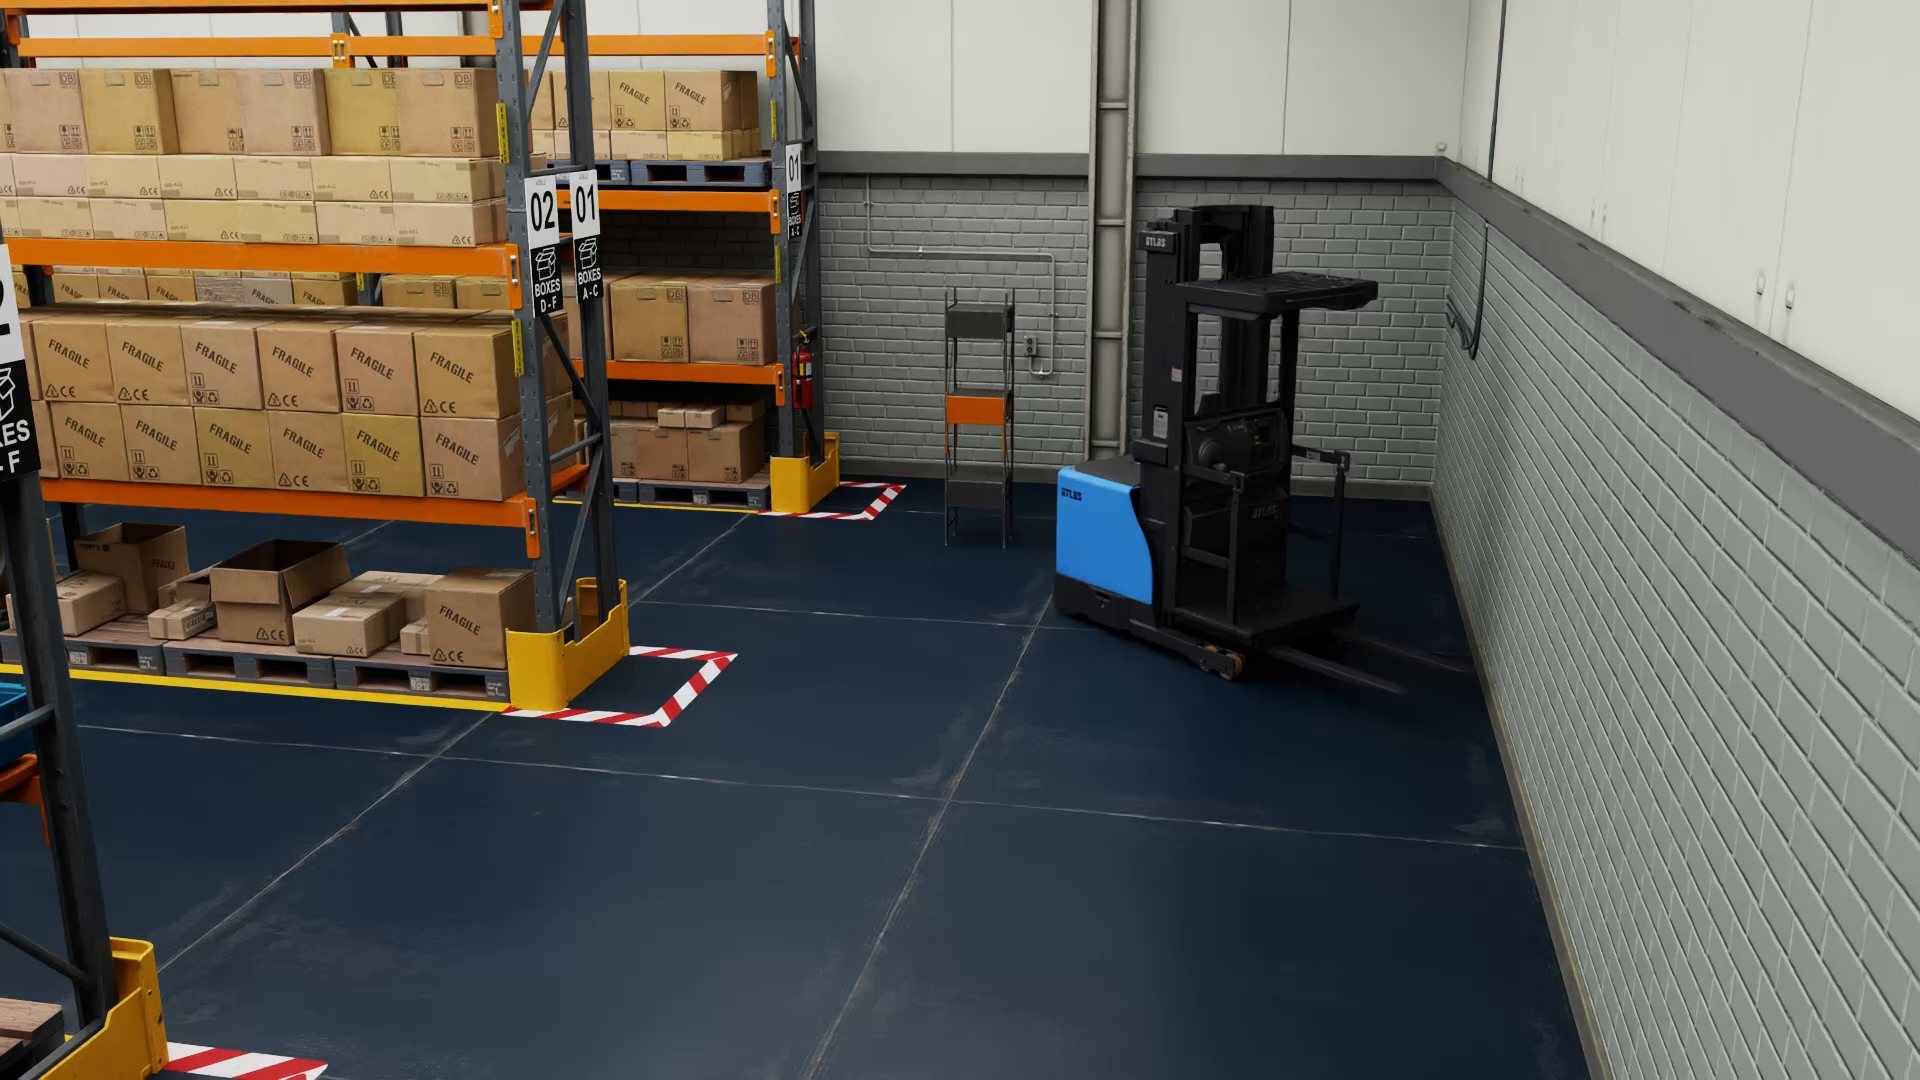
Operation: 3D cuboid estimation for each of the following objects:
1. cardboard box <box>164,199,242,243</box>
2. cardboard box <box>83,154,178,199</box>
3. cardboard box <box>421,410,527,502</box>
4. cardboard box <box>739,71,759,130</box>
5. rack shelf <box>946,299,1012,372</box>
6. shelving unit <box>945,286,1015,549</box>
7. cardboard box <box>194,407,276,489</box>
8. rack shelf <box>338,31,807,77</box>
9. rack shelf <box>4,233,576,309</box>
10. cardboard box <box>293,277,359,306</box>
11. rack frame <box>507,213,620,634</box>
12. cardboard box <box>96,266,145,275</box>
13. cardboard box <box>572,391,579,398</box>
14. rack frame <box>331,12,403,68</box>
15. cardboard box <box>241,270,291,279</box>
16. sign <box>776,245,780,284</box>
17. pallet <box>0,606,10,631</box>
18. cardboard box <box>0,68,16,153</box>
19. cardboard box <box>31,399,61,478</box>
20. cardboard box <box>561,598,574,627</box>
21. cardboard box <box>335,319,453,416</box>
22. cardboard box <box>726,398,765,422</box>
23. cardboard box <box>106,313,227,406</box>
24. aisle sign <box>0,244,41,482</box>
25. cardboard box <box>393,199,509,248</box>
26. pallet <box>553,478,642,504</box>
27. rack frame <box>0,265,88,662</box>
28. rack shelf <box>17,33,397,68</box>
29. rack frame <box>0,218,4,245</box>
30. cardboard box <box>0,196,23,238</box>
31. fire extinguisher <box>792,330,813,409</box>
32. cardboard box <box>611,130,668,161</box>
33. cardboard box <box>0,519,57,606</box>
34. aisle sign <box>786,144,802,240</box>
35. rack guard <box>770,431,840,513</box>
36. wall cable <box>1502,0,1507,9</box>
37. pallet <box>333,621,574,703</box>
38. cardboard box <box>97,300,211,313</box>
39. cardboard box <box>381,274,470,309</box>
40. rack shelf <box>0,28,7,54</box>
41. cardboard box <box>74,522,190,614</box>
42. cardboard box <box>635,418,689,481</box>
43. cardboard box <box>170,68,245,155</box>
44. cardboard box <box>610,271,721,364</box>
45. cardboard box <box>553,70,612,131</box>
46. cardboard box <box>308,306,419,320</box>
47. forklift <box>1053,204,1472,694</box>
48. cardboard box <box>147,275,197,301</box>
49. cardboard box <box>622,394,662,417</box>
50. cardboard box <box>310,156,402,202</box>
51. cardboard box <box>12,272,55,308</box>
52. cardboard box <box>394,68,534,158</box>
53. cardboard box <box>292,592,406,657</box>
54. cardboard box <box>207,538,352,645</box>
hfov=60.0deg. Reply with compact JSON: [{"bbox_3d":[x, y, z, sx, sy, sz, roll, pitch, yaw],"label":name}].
[{"bbox_3d":[-4.452,-1.962,10.119,0.500,0.250,0.500,3,16,11],"label":"cardboard box"},{"bbox_3d":[-4.943,-2.227,10.140,0.500,0.250,0.500,3,16,11],"label":"cardboard box"},{"bbox_3d":[-2.922,-0.548,10.164,0.500,0.500,0.500,4,16,13],"label":"cardboard box"},{"bbox_3d":[-2.112,-3.930,14.845,0.500,0.500,0.500,2,16,9],"label":"cardboard box"},{"bbox_3d":[0.162,-1.665,13.497,0.480,0.518,0.431,3,16,11],"label":"rack shelf"},{"bbox_3d":[0.162,-1.003,13.680,0.503,2.100,0.431,3,16,11],"label":"shelving unit"},{"bbox_3d":[-4.412,-0.629,10.458,0.500,0.500,0.500,3,16,10],"label":"cardboard box"},{"bbox_3d":[-3.405,-4.301,14.759,4.000,0.370,1.077,3,16,11],"label":"rack shelf"},{"bbox_3d":[-4.388,-1.752,10.428,4.000,0.370,1.077,3,16,11],"label":"rack shelf"},{"bbox_3d":[-5.867,-2.216,15.590,0.500,0.500,0.500,3,16,10],"label":"cardboard box"},{"bbox_3d":[-2.429,-0.547,10.348,0.127,3.000,1.000,3,16,11],"label":"rack frame"},{"bbox_3d":[-7.874,-2.686,15.882,0.500,0.250,0.500,3,16,11],"label":"cardboard box"},{"bbox_3d":[-3.733,-1.304,15.762,0.250,0.149,0.380,3,16,12],"label":"cardboard box"},{"bbox_3d":[-5.365,-4.947,14.994,0.127,3.000,1.000,3,16,11],"label":"rack frame"},{"bbox_3d":[-6.373,-2.606,15.595,0.500,0.250,0.500,3,16,12],"label":"cardboard box"},{"bbox_3d":[-1.567,-2.374,14.331,0.005,0.325,0.100,3,16,11],"label":"sign"},{"bbox_3d":[-7.153,0.551,11.609,1.213,0.211,1.003,3,16,11],"label":"pallet"},{"bbox_3d":[-5.864,-2.720,10.512,0.500,0.500,0.700,3,16,11],"label":"cardboard box"},{"bbox_3d":[-5.903,-0.710,10.748,0.500,0.500,0.500,4,16,13],"label":"cardboard box"},{"bbox_3d":[-2.770,0.503,11.075,0.250,0.149,0.380,3,16,11],"label":"cardboard box"},{"bbox_3d":[-3.415,-1.055,10.123,0.500,0.500,0.500,4,16,13],"label":"cardboard box"},{"bbox_3d":[-1.989,-1.210,15.423,0.250,0.149,0.380,3,16,11],"label":"cardboard box"},{"bbox_3d":[-4.933,-1.136,10.415,0.500,0.500,0.500,3,16,9],"label":"cardboard box"},{"bbox_3d":[-3.290,-0.578,5.590,0.004,0.787,0.394,3,16,11],"label":"aisle sign"},{"bbox_3d":[-2.985,-1.879,9.817,0.500,0.250,0.500,3,16,11],"label":"cardboard box"},{"bbox_3d":[-3.436,-0.587,15.715,1.213,0.211,1.003,3,16,11],"label":"pallet"},{"bbox_3d":[-6.348,-0.760,11.116,0.127,3.000,1.000,3,16,11],"label":"rack frame"},{"bbox_3d":[-7.325,-4.514,15.528,4.000,0.370,1.077,3,16,11],"label":"rack shelf"},{"bbox_3d":[-3.419,-2.143,4.870,0.127,3.000,1.000,3,16,11],"label":"rack frame"},{"bbox_3d":[-5.921,-2.043,10.409,0.500,0.250,0.500,3,16,11],"label":"cardboard box"},{"bbox_3d":[-1.389,-1.497,14.622,0.183,0.674,0.296,3,16,11],"label":"fire extinguisher"},{"bbox_3d":[-2.726,-3.464,14.566,0.500,0.250,0.500,3,16,9],"label":"cardboard box"},{"bbox_3d":[-6.774,0.143,11.714,0.500,0.500,0.500,2,16,9],"label":"cardboard box"},{"bbox_3d":[-1.434,-3.014,14.383,0.004,0.787,0.394,3,16,11],"label":"aisle sign"},{"bbox_3d":[-1.422,-0.637,15.356,0.348,0.500,1.175,3,16,11],"label":"rack guard"},{"bbox_3d":[3.487,-4.570,9.988,0.112,2.526,3.097,3,16,11],"label":"wall cable"},{"bbox_3d":[-3.284,0.751,10.887,1.213,0.211,1.003,3,16,11],"label":"pallet"},{"bbox_3d":[-5.299,-1.304,11.021,0.500,0.500,0.500,3,16,10],"label":"cardboard box"},{"bbox_3d":[-4.837,-2.167,15.635,0.700,0.700,0.980,3,16,12],"label":"cardboard box"},{"bbox_3d":[-8.308,-3.218,10.849,4.000,0.370,1.077,3,16,11],"label":"rack shelf"},{"bbox_3d":[-5.733,0.189,11.550,0.500,0.500,0.500,3,16,11],"label":"cardboard box"},{"bbox_3d":[-2.641,-0.879,15.440,0.500,0.500,0.700,3,16,11],"label":"cardboard box"},{"bbox_3d":[-4.391,-2.644,10.239,0.500,0.500,0.700,3,16,11],"label":"cardboard box"},{"bbox_3d":[-2.662,-2.048,15.204,0.700,0.700,0.980,3,16,11],"label":"cardboard box"},{"bbox_3d":[-3.218,-3.851,14.558,0.500,0.500,0.500,2,16,9],"label":"cardboard box"},{"bbox_3d":[-3.814,-1.223,10.729,0.500,0.500,0.500,3,16,12],"label":"cardboard box"},{"bbox_3d":[1.973,-0.661,10.887,1.130,2.935,3.031,-12,19,-36],"label":"forklift"},{"bbox_3d":[-7.350,-2.294,15.874,0.500,0.500,0.500,4,16,13],"label":"cardboard box"},{"bbox_3d":[-2.980,-1.264,15.616,0.250,0.149,0.380,3,16,12],"label":"cardboard box"},{"bbox_3d":[-3.473,-2.148,9.854,0.500,0.250,0.500,3,16,11],"label":"cardboard box"},{"bbox_3d":[-8.860,-2.377,16.172,0.500,0.500,0.500,4,16,13],"label":"cardboard box"},{"bbox_3d":[-2.935,-2.546,9.884,0.500,0.500,0.700,3,16,11],"label":"cardboard box"},{"bbox_3d":[-3.935,0.543,10.739,0.500,0.250,0.500,3,16,11],"label":"cardboard box"},{"bbox_3d":[-4.506,0.330,11.035,0.637,0.503,0.797,3,16,11],"label":"cardboard box"}]
